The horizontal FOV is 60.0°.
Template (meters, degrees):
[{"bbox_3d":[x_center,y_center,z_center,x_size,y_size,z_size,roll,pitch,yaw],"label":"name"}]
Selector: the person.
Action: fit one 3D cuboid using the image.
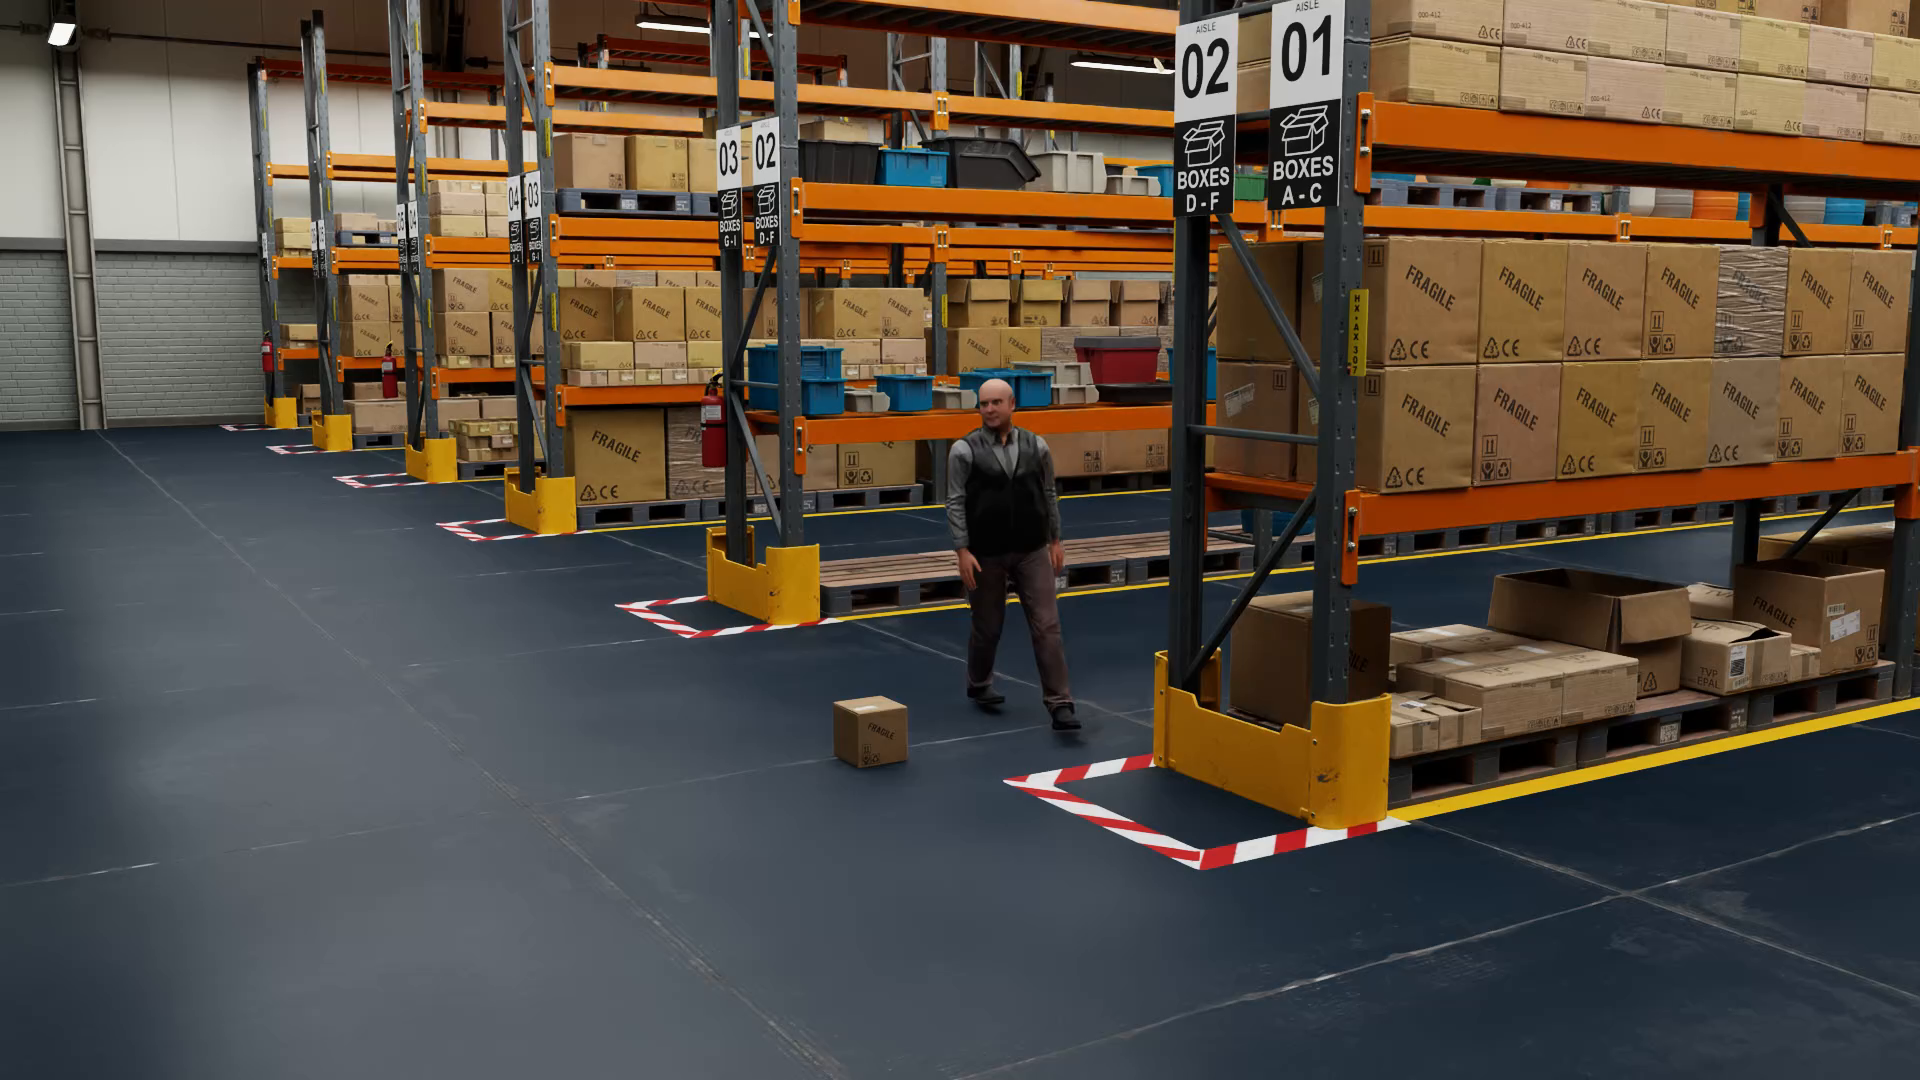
[{"bbox_3d":[0.248,0.060,8.051,0.619,1.670,0.949,-2,8,-11],"label":"person"}]
